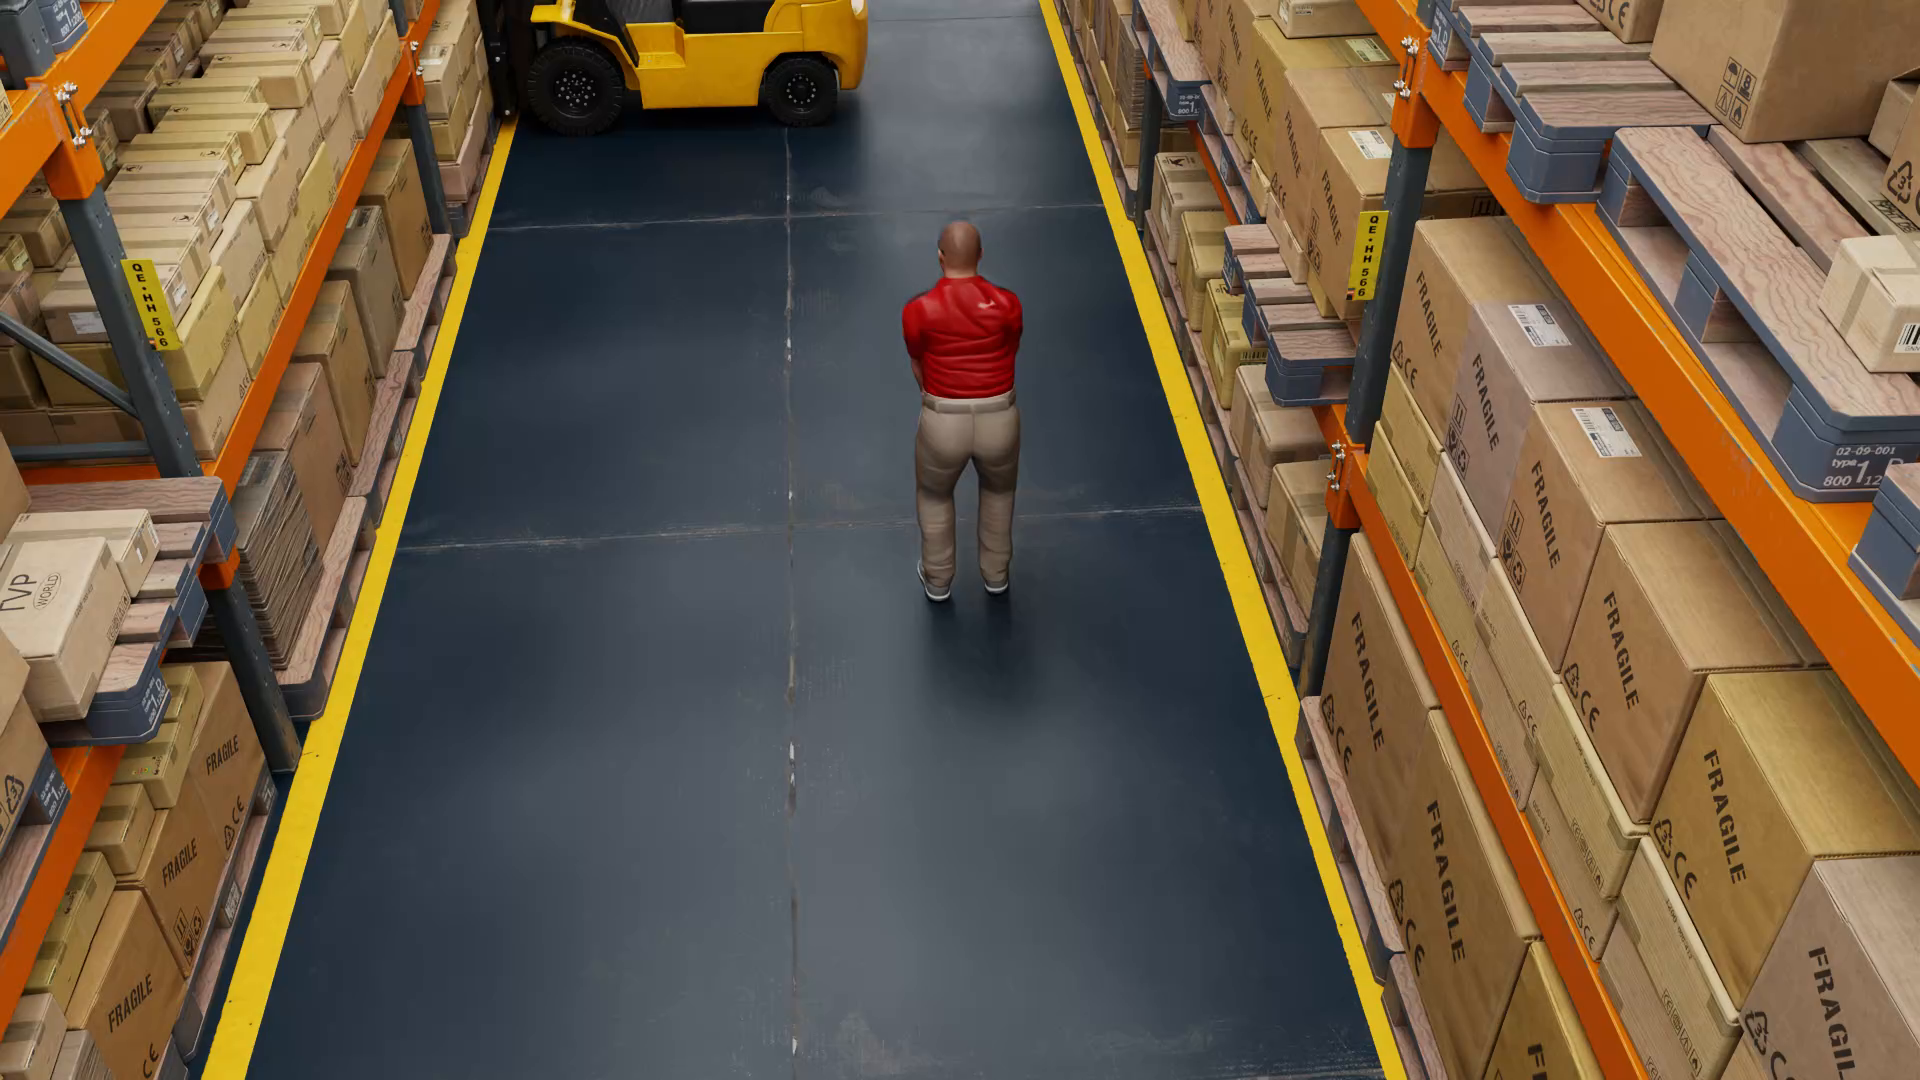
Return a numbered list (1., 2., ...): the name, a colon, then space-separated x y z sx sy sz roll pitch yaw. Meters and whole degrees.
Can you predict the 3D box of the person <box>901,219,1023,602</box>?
1. person: 0.009 -0.524 6.835 0.483 1.714 0.566 -4 39 -5
